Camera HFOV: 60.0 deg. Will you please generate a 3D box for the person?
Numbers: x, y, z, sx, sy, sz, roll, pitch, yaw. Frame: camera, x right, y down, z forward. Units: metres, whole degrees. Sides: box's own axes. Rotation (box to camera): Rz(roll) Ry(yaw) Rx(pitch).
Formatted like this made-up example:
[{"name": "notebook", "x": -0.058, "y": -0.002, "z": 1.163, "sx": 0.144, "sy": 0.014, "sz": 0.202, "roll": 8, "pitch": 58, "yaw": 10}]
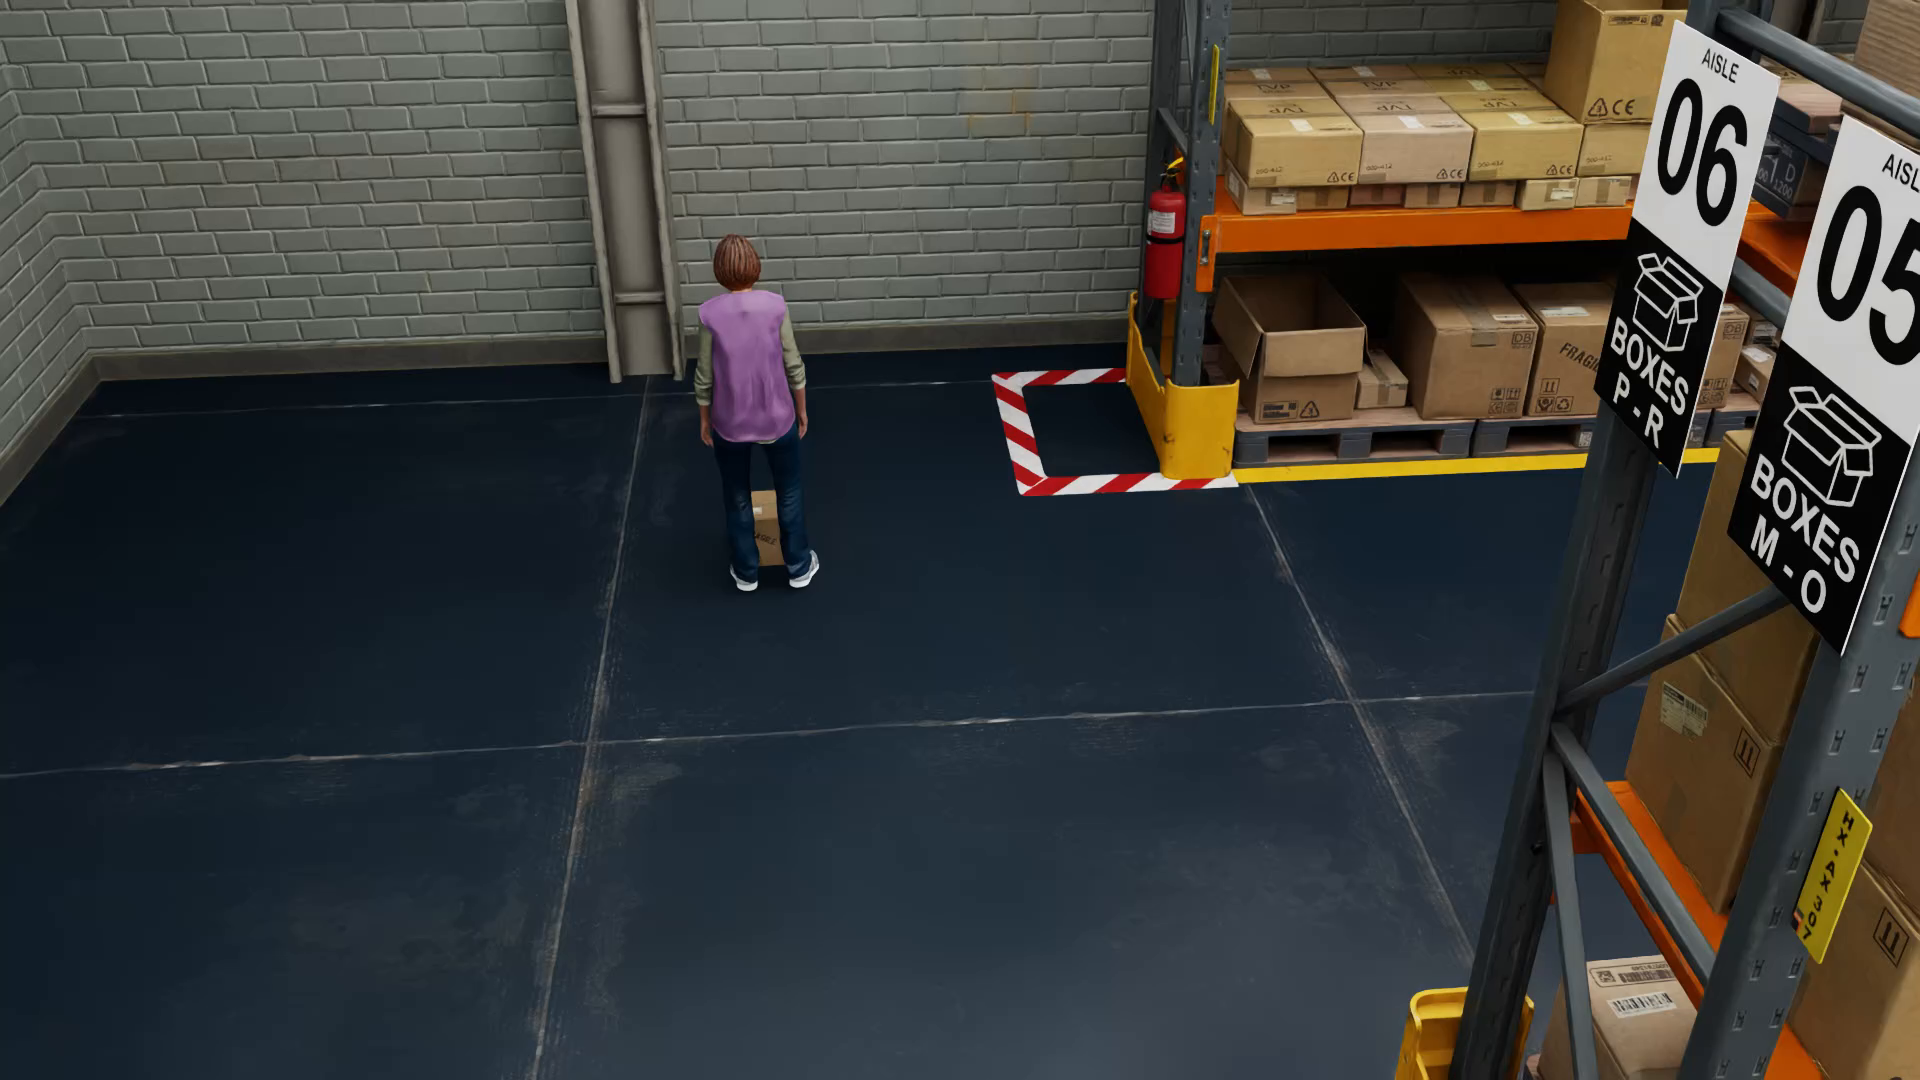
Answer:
[{"name": "person", "x": -0.857, "y": -0.496, "z": 6.954, "sx": 0.477, "sy": 1.591, "sz": 0.345, "roll": -5, "pitch": 32, "yaw": -7}]
